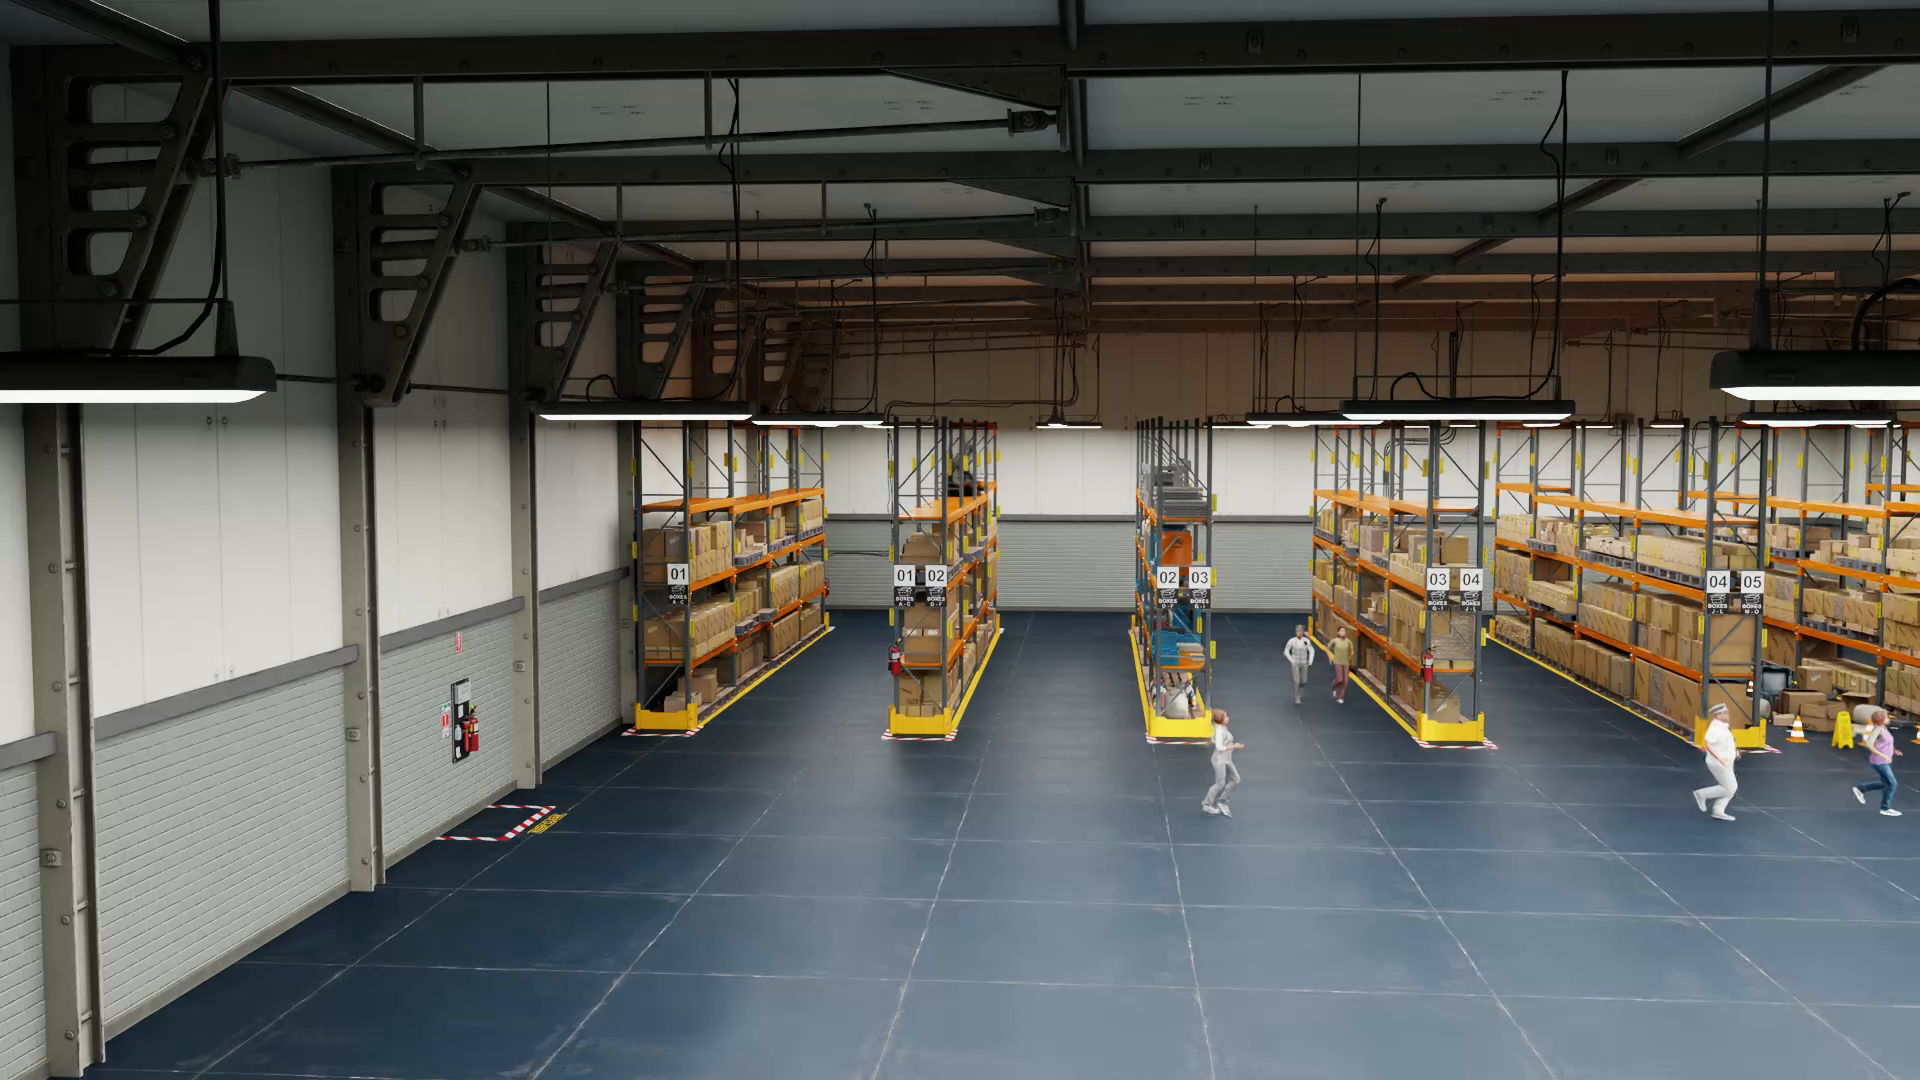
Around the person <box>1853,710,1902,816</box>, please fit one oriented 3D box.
[{"bbox_3d":[13.718,3.319,24.863,0.680,1.553,0.542,3,5,42],"label":"person"}]

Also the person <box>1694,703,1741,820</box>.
[{"bbox_3d":[11.182,3.261,24.536,0.599,1.736,0.670,2,4,32],"label":"person"}]

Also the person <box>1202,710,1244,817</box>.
[{"bbox_3d":[3.910,3.316,24.661,0.635,1.614,0.514,2,4,24],"label":"person"}]

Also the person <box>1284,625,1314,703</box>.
[{"bbox_3d":[7.173,2.604,35.193,0.652,1.654,0.571,0,4,-2],"label":"person"}]

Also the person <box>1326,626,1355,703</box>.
[{"bbox_3d":[8.031,2.624,34.997,0.575,1.627,0.540,0,4,-4],"label":"person"}]
